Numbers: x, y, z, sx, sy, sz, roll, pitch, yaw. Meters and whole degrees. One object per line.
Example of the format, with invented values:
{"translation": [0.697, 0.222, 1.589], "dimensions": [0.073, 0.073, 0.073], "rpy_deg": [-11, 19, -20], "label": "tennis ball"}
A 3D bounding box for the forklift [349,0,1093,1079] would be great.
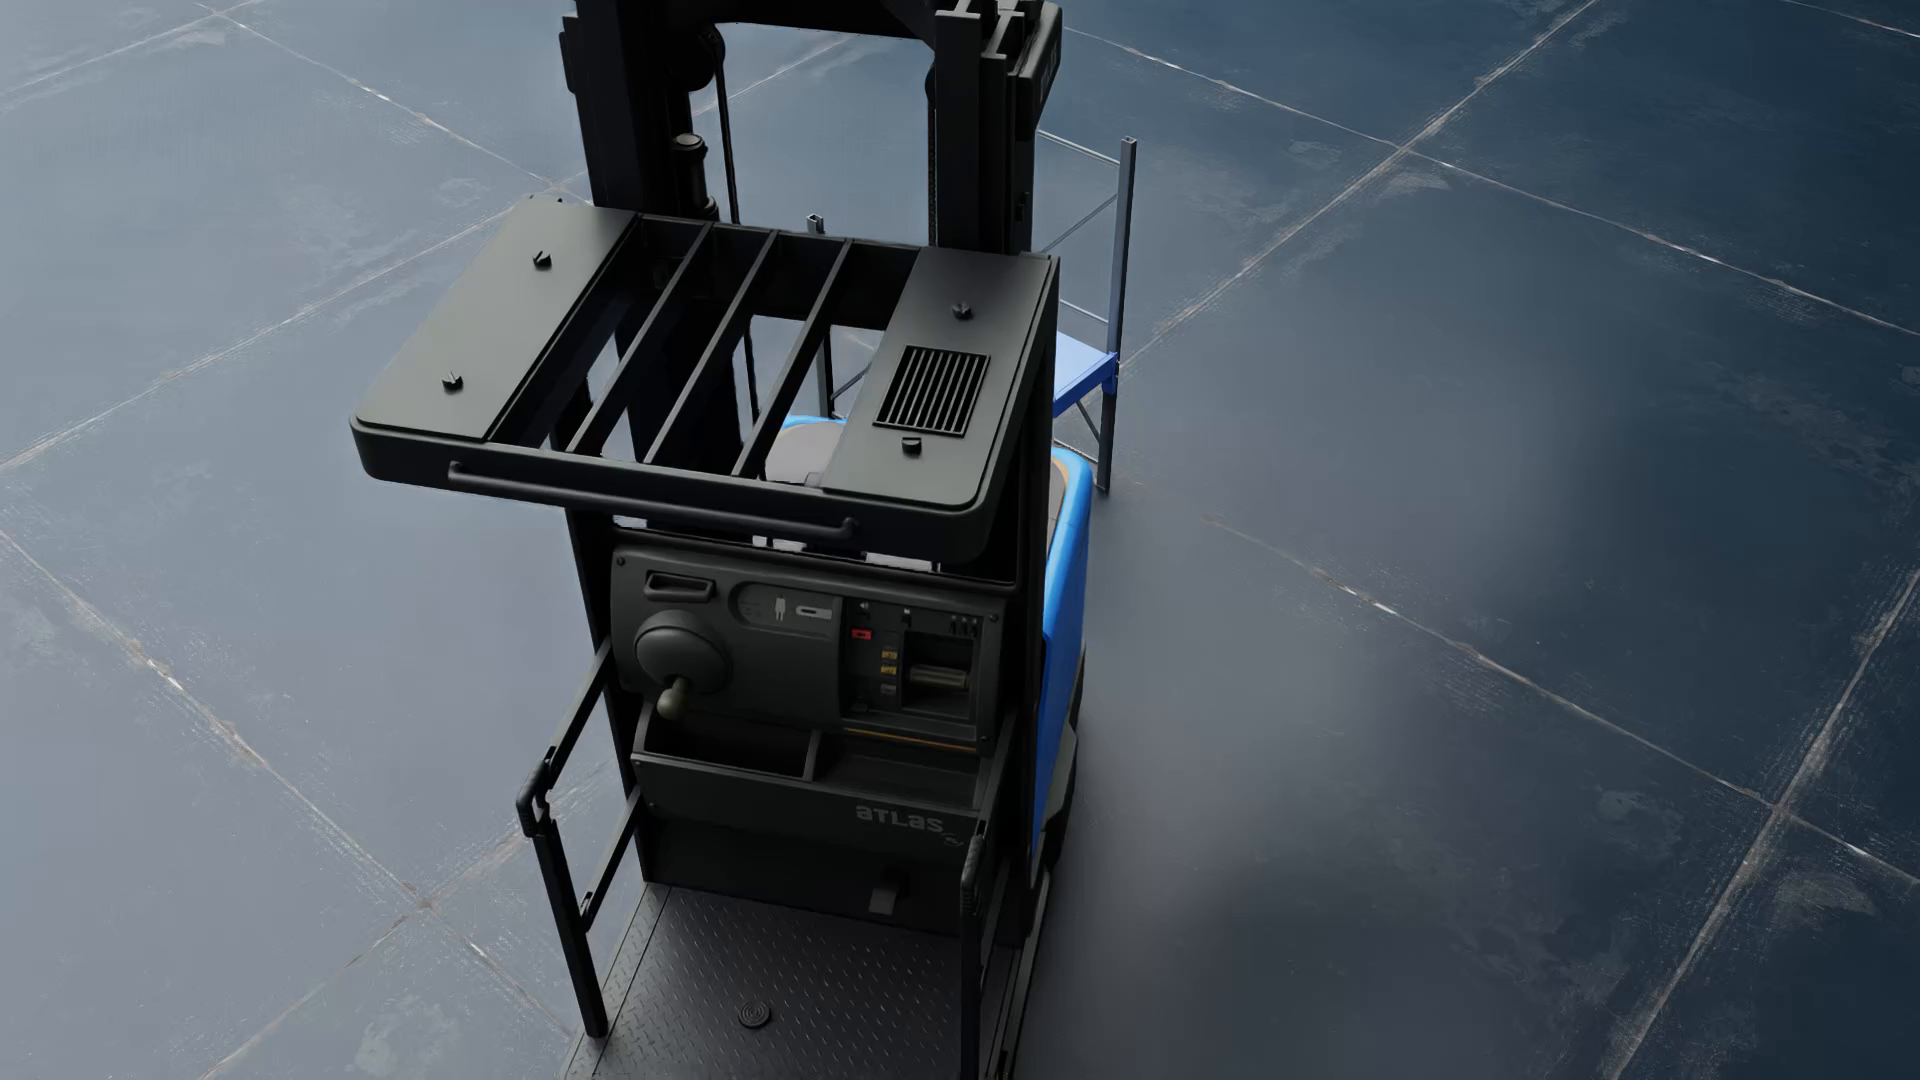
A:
{"translation": [-0.404, 0.346, 3.691], "dimensions": [1.130, 2.935, 3.031], "rpy_deg": [8, 43, 9], "label": "forklift"}

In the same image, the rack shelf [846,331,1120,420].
{"translation": [0.055, -0.466, 5.915], "dimensions": [0.538, 0.185, 1.000], "rpy_deg": [29, 50, 28], "label": "rack shelf"}

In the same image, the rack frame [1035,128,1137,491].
{"translation": [0.382, -0.861, 6.082], "dimensions": [0.500, 1.500, 0.032], "rpy_deg": [29, 50, 28], "label": "rack frame"}

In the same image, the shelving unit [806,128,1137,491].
{"translation": [0.055, -0.599, 5.794], "dimensions": [0.538, 1.500, 1.048], "rpy_deg": [29, 50, 28], "label": "shelving unit"}

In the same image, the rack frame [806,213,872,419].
{"translation": [-0.272, -0.337, 5.506], "dimensions": [0.500, 1.500, 0.032], "rpy_deg": [29, 50, 28], "label": "rack frame"}
